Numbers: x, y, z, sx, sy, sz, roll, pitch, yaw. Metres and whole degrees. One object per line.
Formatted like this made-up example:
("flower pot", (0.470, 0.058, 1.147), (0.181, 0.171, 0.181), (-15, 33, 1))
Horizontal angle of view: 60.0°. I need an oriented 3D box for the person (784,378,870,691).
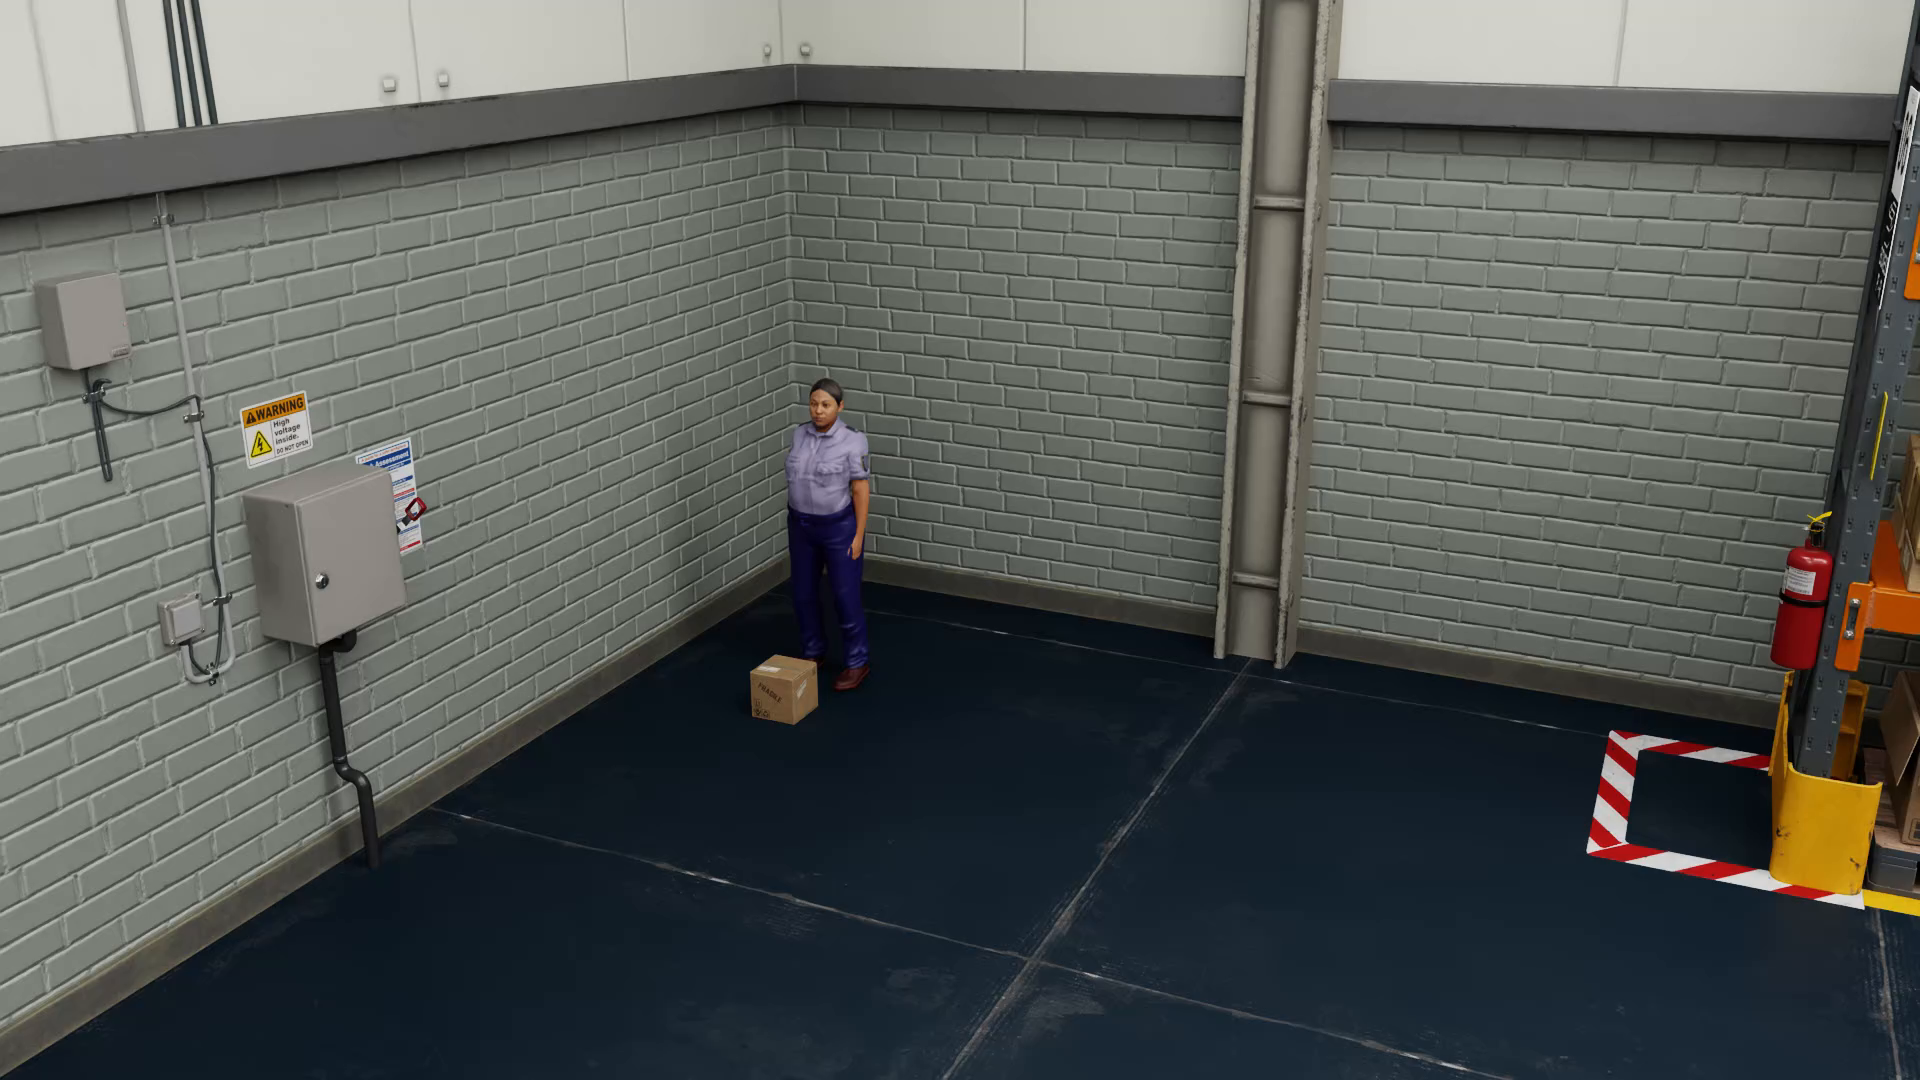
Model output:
("person", (-0.693, -0.035, 8.694), (0.466, 1.646, 0.343), (9, 21, 24))
